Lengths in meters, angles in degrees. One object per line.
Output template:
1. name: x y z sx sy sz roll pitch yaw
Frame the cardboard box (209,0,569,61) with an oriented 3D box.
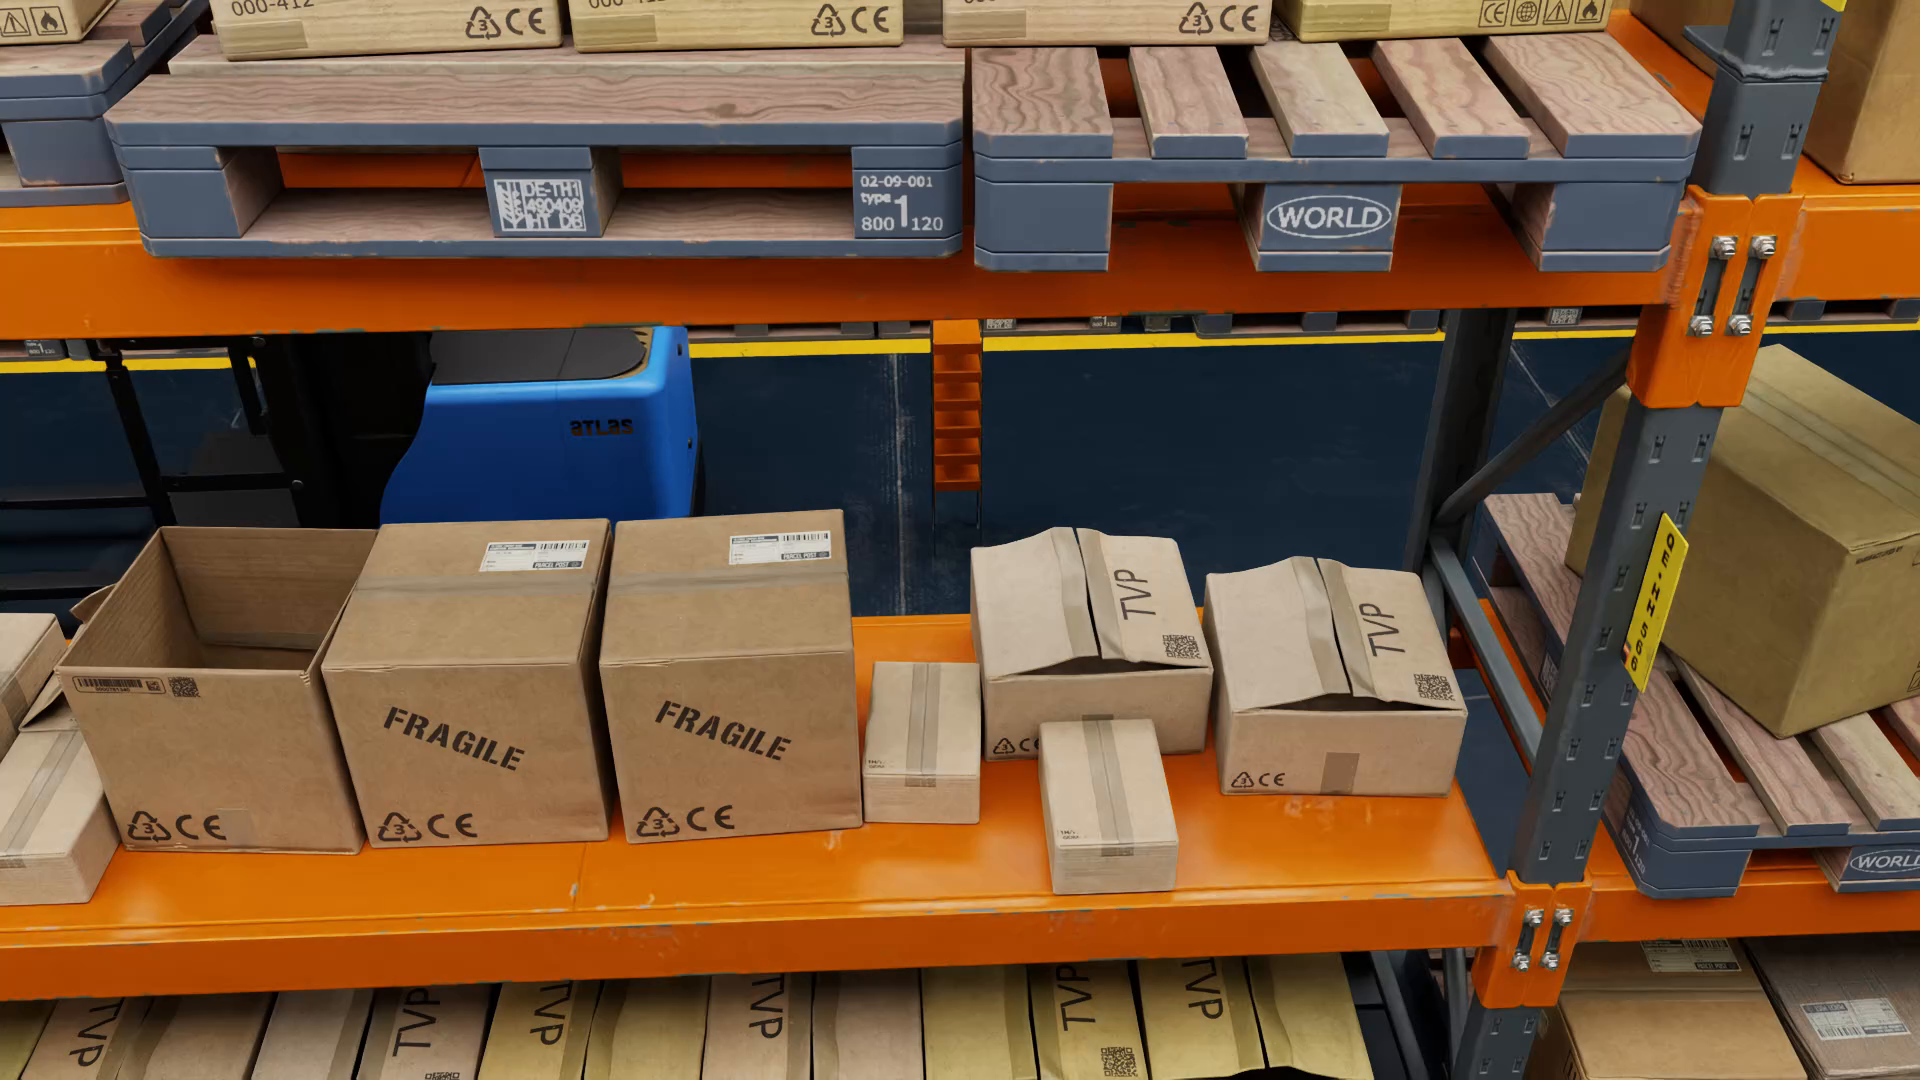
1. cardboard box: -0.890 -0.978 2.655 0.500 0.250 0.500 -4 35 -6

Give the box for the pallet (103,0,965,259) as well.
1. pallet: -0.598 -0.780 2.771 1.213 0.211 1.003 0 35 0

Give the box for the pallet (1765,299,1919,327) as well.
1. pallet: 4.183 -1.438 8.643 1.213 0.211 1.003 -2 35 -2

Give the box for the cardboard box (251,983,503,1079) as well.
1. cardboard box: -1.361 1.215 3.912 0.500 0.311 0.500 -3 35 -4

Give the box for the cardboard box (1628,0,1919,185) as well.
1. cardboard box: 1.627 -1.031 2.879 0.500 0.500 0.910 -2 35 -2

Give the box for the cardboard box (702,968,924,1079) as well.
1. cardboard box: -0.342 1.186 3.955 0.500 0.311 0.500 -2 35 -3

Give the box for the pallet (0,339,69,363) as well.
1. pallet: -4.932 -1.214 8.318 1.213 0.211 1.003 -2 35 -2

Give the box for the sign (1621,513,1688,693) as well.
1. sign: 1.222 0.114 2.932 0.005 0.325 0.100 -2 35 -2

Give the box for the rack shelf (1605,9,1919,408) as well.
1. rack shelf: 3.190 -0.717 3.146 4.000 0.370 1.077 -2 35 -2

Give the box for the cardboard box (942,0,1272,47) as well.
1. cardboard box: 0.219 -1.001 2.687 0.500 0.250 0.500 -1 35 -1

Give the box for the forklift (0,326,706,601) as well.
1. forklift: -2.542 -1.074 5.726 3.031 2.935 1.130 -2 35 -3

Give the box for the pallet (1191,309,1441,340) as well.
1. pallet: 1.745 -1.373 8.548 1.213 0.211 1.003 -2 35 -2

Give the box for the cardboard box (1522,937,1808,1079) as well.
1. cardboard box: 1.661 1.272 4.086 0.500 0.500 0.500 0 35 0

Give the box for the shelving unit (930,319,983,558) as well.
1. shelving unit: -0.014 -0.493 6.408 0.189 1.200 0.258 -2 35 -2

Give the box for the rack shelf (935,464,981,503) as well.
1. rack shelf: -0.014 -0.259 6.570 0.180 0.103 0.258 -2 35 -2

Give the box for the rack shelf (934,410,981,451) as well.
1. rack shelf: -0.014 -0.456 6.433 0.180 0.103 0.258 -2 35 -2

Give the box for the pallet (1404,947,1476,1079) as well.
1. pallet: 1.940 1.423 4.508 1.213 0.211 1.003 -2 35 -2

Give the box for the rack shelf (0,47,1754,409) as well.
1. rack shelf: -0.805 -0.609 2.990 4.000 0.370 1.077 -2 35 -2

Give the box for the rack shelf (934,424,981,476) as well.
1. rack shelf: -0.014 -0.358 6.502 0.180 0.103 0.258 -2 35 -2

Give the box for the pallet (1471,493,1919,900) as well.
1. pallet: 1.866 0.296 3.856 1.003 0.211 1.213 -2 35 -2

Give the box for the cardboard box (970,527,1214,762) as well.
1. cardboard box: 0.290 0.226 3.866 0.500 0.311 0.500 -2 35 -3

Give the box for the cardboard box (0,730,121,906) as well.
1. cardboard box: -1.908 0.578 3.499 0.250 0.149 0.380 -2 35 -2

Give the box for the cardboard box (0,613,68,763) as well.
1. cardboard box: -2.313 0.406 3.659 0.500 0.250 0.500 1 35 1

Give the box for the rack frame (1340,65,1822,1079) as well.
1. rack frame: 1.193 0.275 3.717 0.127 3.000 1.000 -2 35 -2

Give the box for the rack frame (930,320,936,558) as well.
1. rack frame: -0.106 -0.491 6.404 0.006 1.200 0.240 -2 35 -2

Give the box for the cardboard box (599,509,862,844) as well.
1. cardboard box: -0.483 0.288 3.610 0.500 0.500 0.500 -3 35 -5

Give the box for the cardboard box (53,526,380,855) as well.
1. cardboard box: -1.509 0.316 3.570 0.500 0.500 0.500 1 35 1

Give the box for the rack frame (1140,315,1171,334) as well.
1. rack frame: 0.954 -2.541 7.786 0.127 3.000 1.000 -2 35 -2

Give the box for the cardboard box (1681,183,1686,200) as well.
1. cardboard box: 3.419 -1.820 8.264 0.750 0.750 0.750 -1 35 -1

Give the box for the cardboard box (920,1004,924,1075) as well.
1. cardboard box: -0.339 1.413 4.119 0.500 0.250 0.500 -1 35 -1

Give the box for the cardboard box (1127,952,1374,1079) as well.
1. cardboard box: 0.681 1.156 3.998 0.500 0.311 0.500 -1 35 -1

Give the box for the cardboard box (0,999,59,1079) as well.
1. cardboard box: -2.378 1.241 3.876 0.500 0.311 0.500 -1 35 -2
